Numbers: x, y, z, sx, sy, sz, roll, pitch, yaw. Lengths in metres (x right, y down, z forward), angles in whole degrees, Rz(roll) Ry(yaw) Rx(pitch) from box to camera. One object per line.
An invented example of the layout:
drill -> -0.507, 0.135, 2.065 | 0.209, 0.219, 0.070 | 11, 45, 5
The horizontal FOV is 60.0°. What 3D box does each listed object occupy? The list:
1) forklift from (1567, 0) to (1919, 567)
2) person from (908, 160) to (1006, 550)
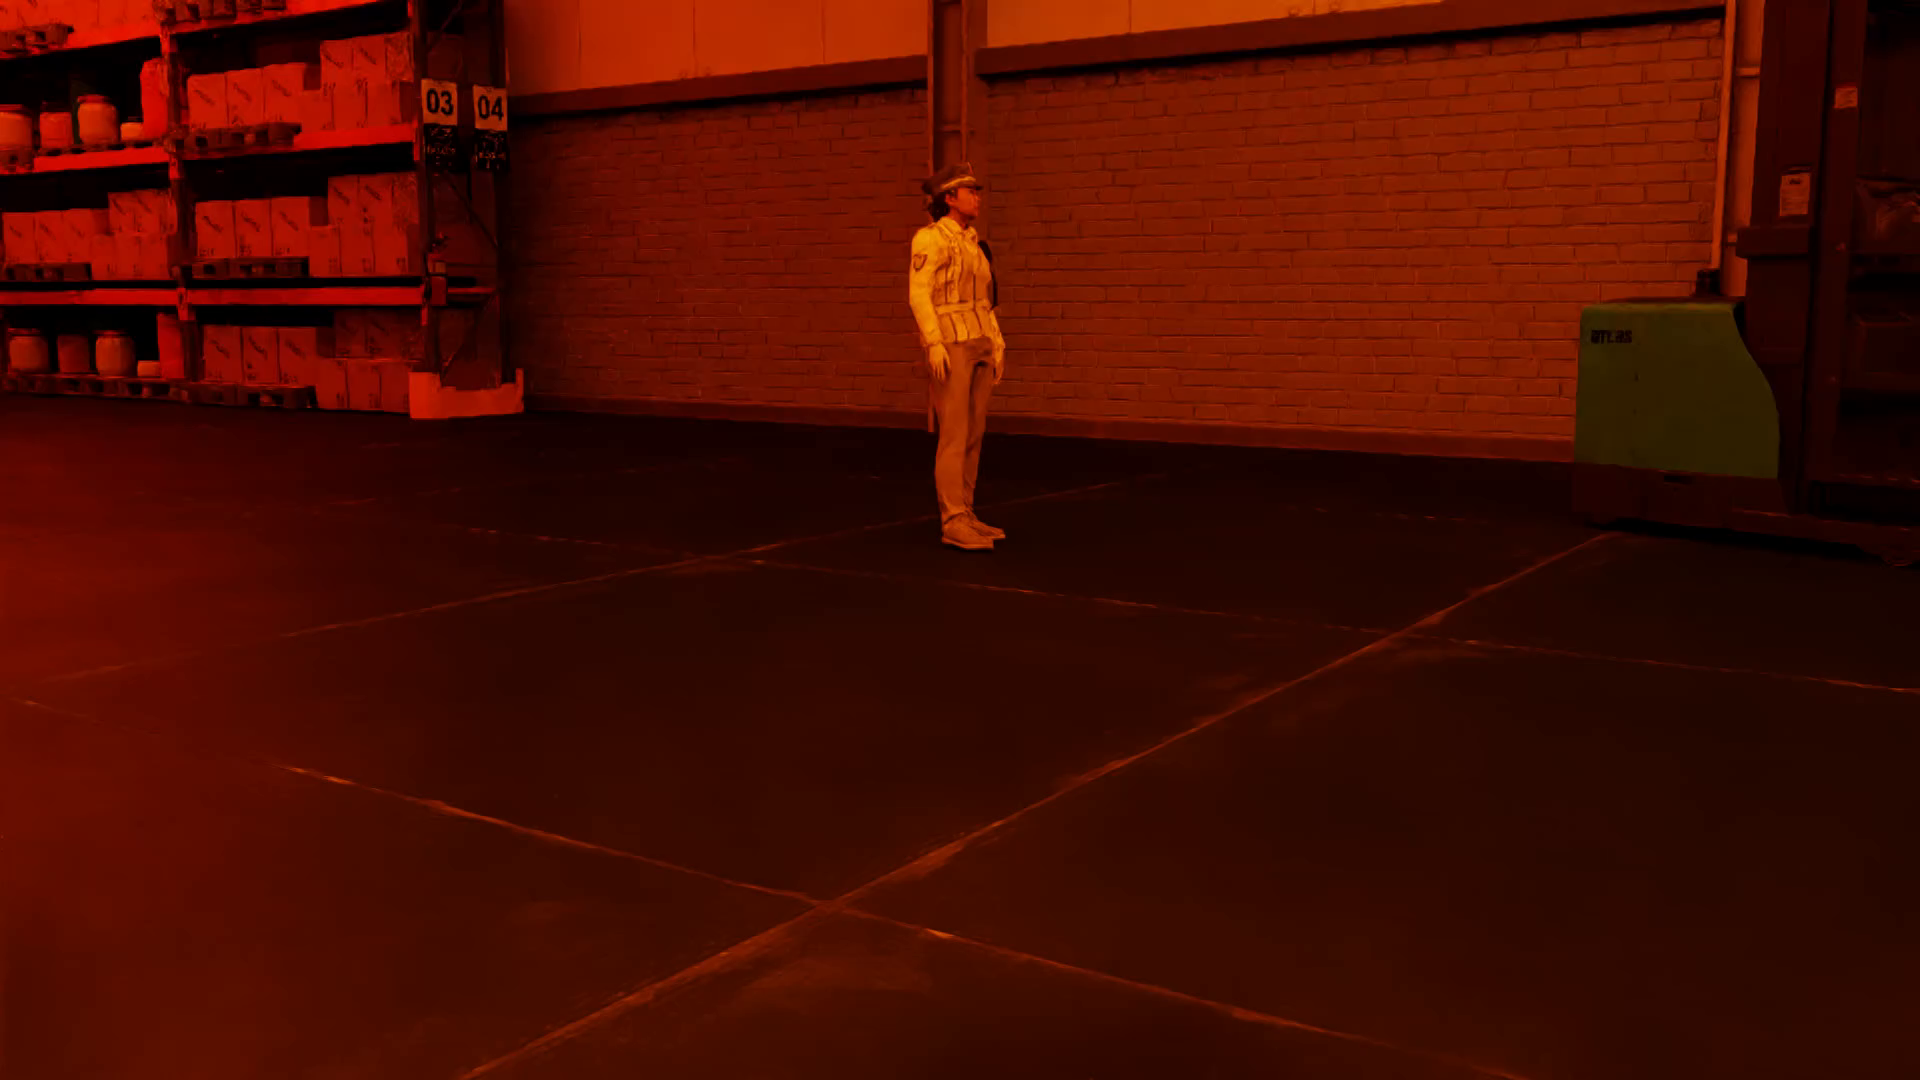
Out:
forklift -> 4.234, -1.397, 7.014 | 1.130, 2.935, 3.031 | -6, 10, -36
person -> 0.052, -0.840, 7.440 | 0.532, 1.695, 0.586 | 5, 10, 34
